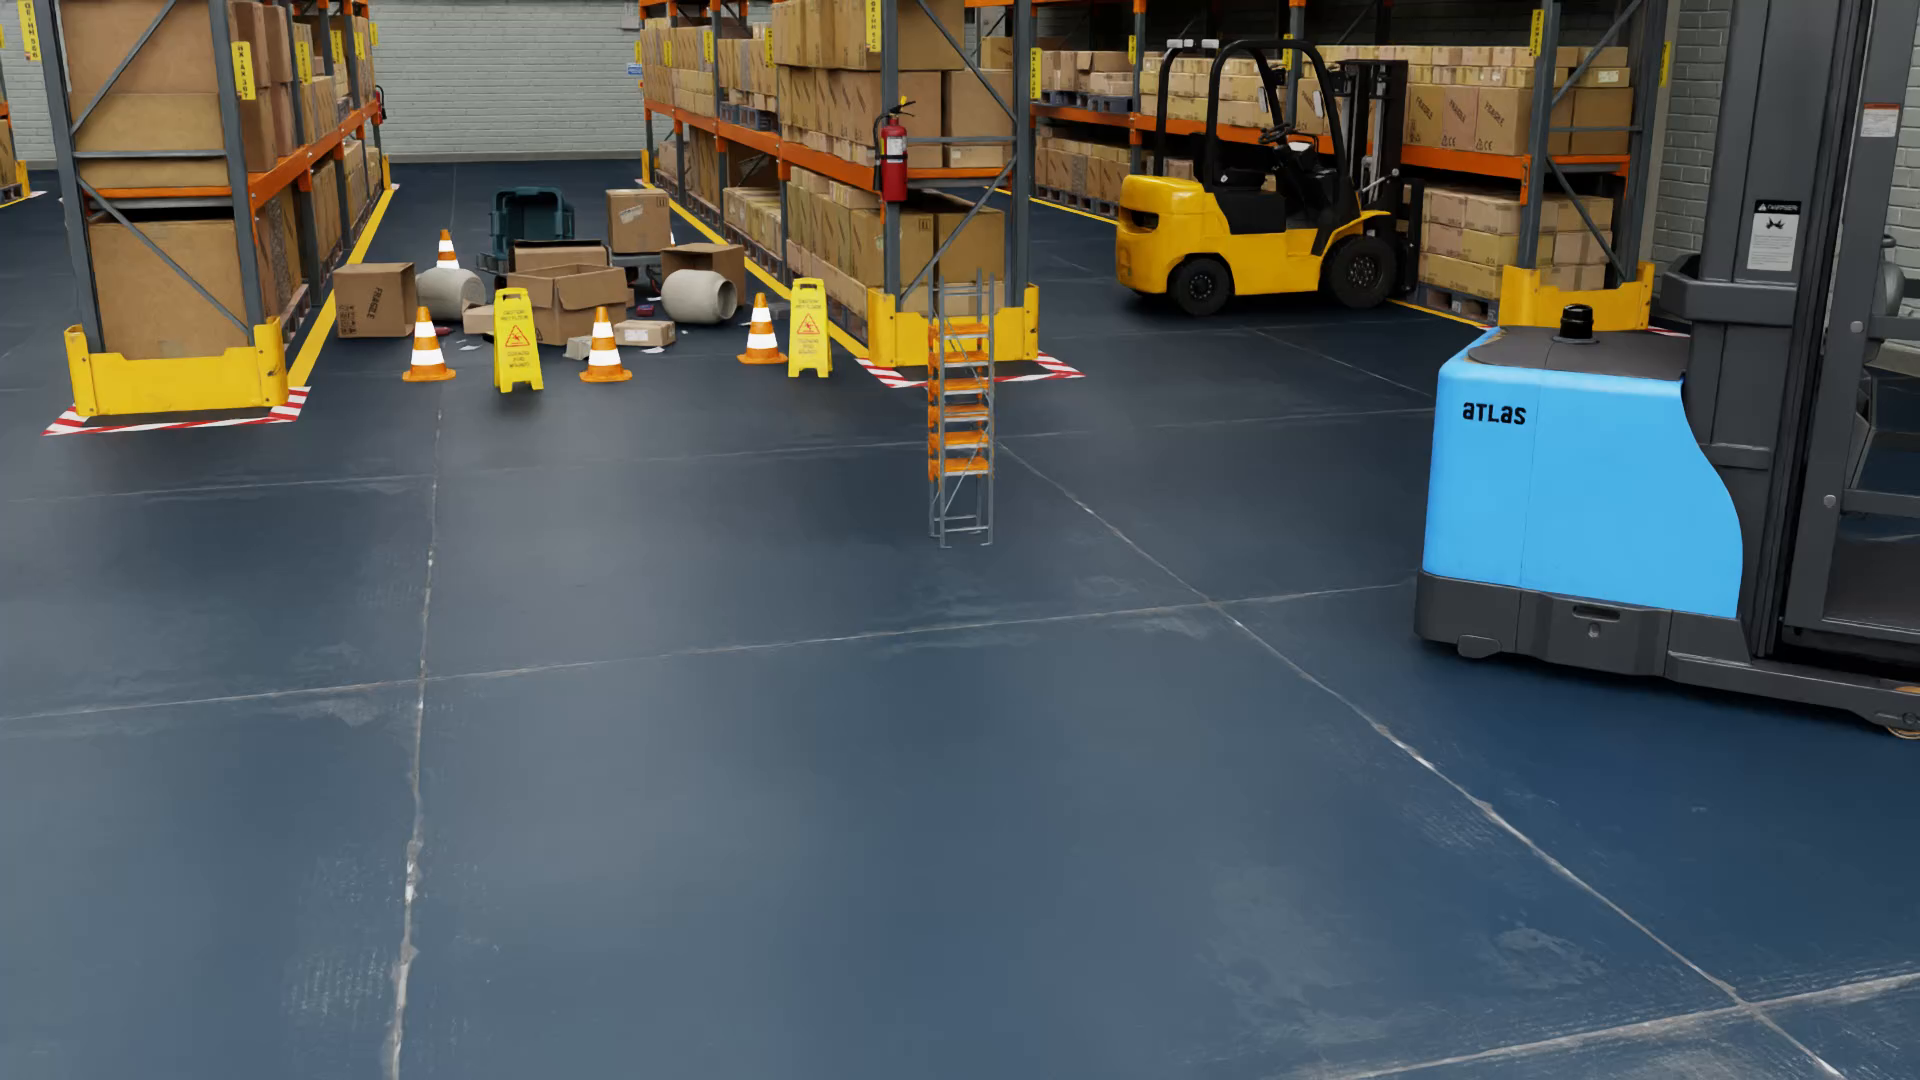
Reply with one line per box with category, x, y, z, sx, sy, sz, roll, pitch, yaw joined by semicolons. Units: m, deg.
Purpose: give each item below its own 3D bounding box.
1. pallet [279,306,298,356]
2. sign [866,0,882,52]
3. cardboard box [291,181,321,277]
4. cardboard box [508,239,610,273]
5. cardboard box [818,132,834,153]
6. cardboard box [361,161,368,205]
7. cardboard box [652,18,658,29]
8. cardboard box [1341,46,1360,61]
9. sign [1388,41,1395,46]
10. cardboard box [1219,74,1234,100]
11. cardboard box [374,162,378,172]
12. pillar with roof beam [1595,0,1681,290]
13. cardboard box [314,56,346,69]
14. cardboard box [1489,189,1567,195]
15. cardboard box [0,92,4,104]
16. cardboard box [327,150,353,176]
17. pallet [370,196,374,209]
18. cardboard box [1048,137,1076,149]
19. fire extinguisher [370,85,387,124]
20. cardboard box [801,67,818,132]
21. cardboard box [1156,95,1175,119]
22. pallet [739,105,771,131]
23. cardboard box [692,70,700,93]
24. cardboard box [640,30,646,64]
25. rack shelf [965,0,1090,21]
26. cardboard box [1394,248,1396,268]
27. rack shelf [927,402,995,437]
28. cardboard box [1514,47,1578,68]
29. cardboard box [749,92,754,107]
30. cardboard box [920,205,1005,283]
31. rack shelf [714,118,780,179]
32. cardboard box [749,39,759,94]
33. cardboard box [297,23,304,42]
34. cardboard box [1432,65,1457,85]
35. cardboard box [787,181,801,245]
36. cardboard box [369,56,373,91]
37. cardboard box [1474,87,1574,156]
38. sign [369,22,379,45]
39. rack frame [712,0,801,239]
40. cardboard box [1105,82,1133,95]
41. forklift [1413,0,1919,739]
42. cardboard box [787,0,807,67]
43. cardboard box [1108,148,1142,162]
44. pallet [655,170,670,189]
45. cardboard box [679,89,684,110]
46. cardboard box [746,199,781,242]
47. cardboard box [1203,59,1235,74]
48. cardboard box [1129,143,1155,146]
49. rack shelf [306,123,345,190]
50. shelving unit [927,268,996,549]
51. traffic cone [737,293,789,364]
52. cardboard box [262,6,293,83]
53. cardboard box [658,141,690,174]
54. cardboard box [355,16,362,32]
pallet;-5.382;-1.485;12.028;1.003;0.211;1.213;-5;17;-15
sign;-0.563;-3.355;10.846;0.100;0.325;0.005;-5;17;-15
cardboard box;-6.112;-2.663;14.285;1.050;0.750;0.750;-5;17;-16
cardboard box;-3.206;-2.101;13.336;0.797;0.637;0.503;-5;17;-15
cardboard box;-0.907;-3.139;13.126;0.380;0.149;0.250;-5;17;-15
cardboard box;-7.608;-4.407;20.524;0.500;0.500;0.500;-5;17;-16
cardboard box;-4.204;-7.399;23.829;0.380;0.149;0.250;-5;17;-17
cardboard box;3.660;-4.363;14.943;0.380;0.149;0.250;-4;17;-14
sign;4.181;-4.685;16.191;0.100;0.325;0.005;-5;17;-15
cardboard box;2.984;-4.754;17.458;0.500;0.250;0.500;-4;17;-14
cardboard box;-8.434;-5.263;23.468;0.380;0.149;0.250;-4;17;-14
pillar with roof beam;1.283;-5.878;11.378;9.100;9.000;0.400;-5;17;-15
cardboard box;-7.756;-5.858;20.412;0.380;0.149;0.250;-4;17;-13
cardboard box;4.657;-2.730;13.639;0.500;0.250;0.500;-5;17;-15
cardboard box;-13.535;-6.137;23.106;0.380;0.149;0.250;-4;17;-14
cardboard box;-7.050;-4.195;18.514;0.500;0.250;0.500;-5;17;-16
pallet;-8.272;-4.435;21.850;1.003;0.211;1.213;-5;17;-15
cardboard box;1.443;-5.524;23.117;0.380;0.149;0.250;-5;17;-17
fire extinguisher;-8.778;-6.585;24.942;0.296;0.674;0.183;-5;17;-15
cardboard box;-0.985;-3.564;13.412;0.500;0.500;0.500;-5;17;-16
cardboard box;2.569;-4.941;18.947;0.500;0.250;0.500;-5;17;-16
pallet;-1.639;-4.264;16.768;1.003;0.211;1.213;-5;17;-15
cardboard box;-2.905;-5.464;19.819;0.500;0.250;0.500;-5;17;-17
cardboard box;-4.563;-7.485;25.244;0.500;0.500;0.500;-5;17;-16
rack shelf;0.900;-8.046;25.060;1.077;0.370;4.000;-5;17;-15
cardboard box;3.894;-2.490;14.576;0.500;0.250;0.500;-4;17;-13
rack shelf;0.004;-0.528;7.279;0.258;0.103;0.180;-5;17;-15
cardboard box;4.446;-3.665;12.620;0.380;0.149;0.250;-5;17;-15
cardboard box;-1.915;-4.426;16.679;0.380;0.149;0.250;-4;17;-14
cardboard box;0.013;-2.183;12.250;0.500;0.500;0.500;-5;18;-17
rack shelf;-1.673;-4.003;16.814;1.077;0.370;4.000;-5;17;-15
cardboard box;-1.745;-4.576;16.050;0.500;0.500;0.500;-4;17;-13
cardboard box;-6.557;-4.602;15.645;0.700;0.500;0.500;-5;17;-16
cardboard box;4.096;-3.798;13.581;0.380;0.149;0.250;-5;18;-17
cardboard box;-1.221;-2.853;14.482;0.500;0.500;0.500;-4;17;-13
cardboard box;-8.645;-6.638;23.645;0.500;0.500;0.500;-5;17;-16
cardboard box;4.360;-3.244;12.865;0.500;0.500;0.500;-5;17;-16
sign;-8.614;-7.438;24.439;0.100;0.325;0.005;-5;17;-15
rack frame;-2.223;-4.901;18.553;1.000;3.000;0.127;-5;17;-15
cardboard box;1.999;-5.526;20.342;0.380;0.149;0.250;-4;17;-14
forklift;3.206;-0.914;5.399;3.031;2.935;1.130;9;19;27
cardboard box;-0.980;-4.041;13.260;0.700;0.500;0.500;-5;17;-16
cardboard box;2.065;-4.798;20.700;0.380;0.149;0.250;-6;18;-18
pallet;-4.126;-5.563;25.605;1.003;0.211;1.213;-5;17;-15
cardboard box;-3.311;-5.650;21.307;0.500;0.250;0.500;-5;17;-17
cardboard box;-1.664;-3.272;16.970;0.950;0.372;0.625;-4;17;-13
cardboard box;2.814;-5.041;17.720;0.380;0.149;0.250;-5;17;-17
cardboard box;2.409;-5.067;21.593;0.380;0.149;0.250;-5;17;-16
rack shelf;-6.405;-3.584;15.419;1.077;0.370;4.000;-5;17;-15
shelving unit;0.004;-0.571;7.266;0.258;1.200;0.189;-5;17;-15
traffic cone;-1.383;-1.490;11.607;0.336;0.463;0.334;-5;17;-15
cardboard box;-5.524;-3.716;12.472;0.875;0.550;0.550;-5;17;-15
cardboard box;-4.144;-5.913;25.646;0.875;0.438;0.875;-5;18;-17
cardboard box;-8.209;-6.685;22.064;0.500;0.500;0.500;-4;17;-14
